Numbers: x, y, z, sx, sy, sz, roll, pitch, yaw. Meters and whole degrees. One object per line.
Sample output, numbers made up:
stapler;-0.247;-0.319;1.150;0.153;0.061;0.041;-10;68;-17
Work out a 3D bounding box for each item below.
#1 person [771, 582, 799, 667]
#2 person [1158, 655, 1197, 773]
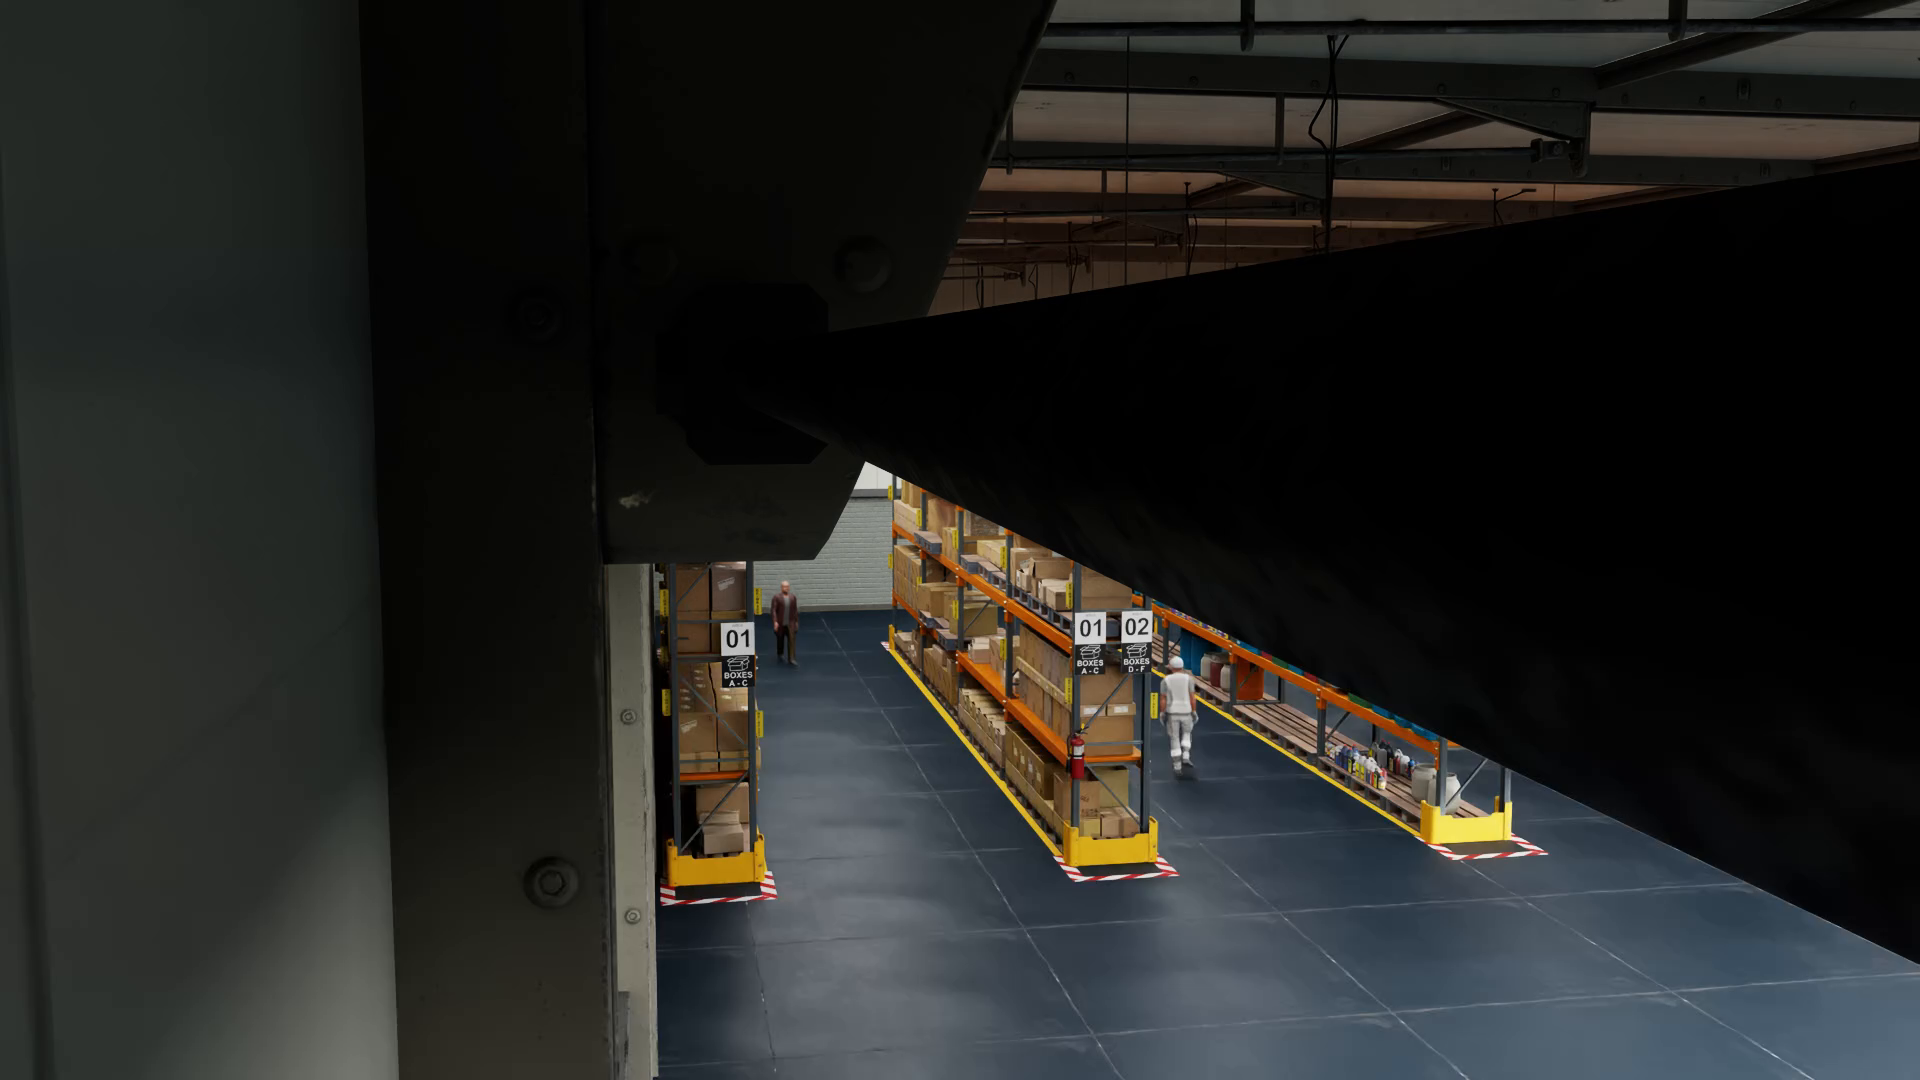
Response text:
person;-3.630;1.779;34.560;0.591;1.633;1.175;-2;6;-14
person;3.349;2.685;25.618;0.592;1.807;0.550;0;6;0
